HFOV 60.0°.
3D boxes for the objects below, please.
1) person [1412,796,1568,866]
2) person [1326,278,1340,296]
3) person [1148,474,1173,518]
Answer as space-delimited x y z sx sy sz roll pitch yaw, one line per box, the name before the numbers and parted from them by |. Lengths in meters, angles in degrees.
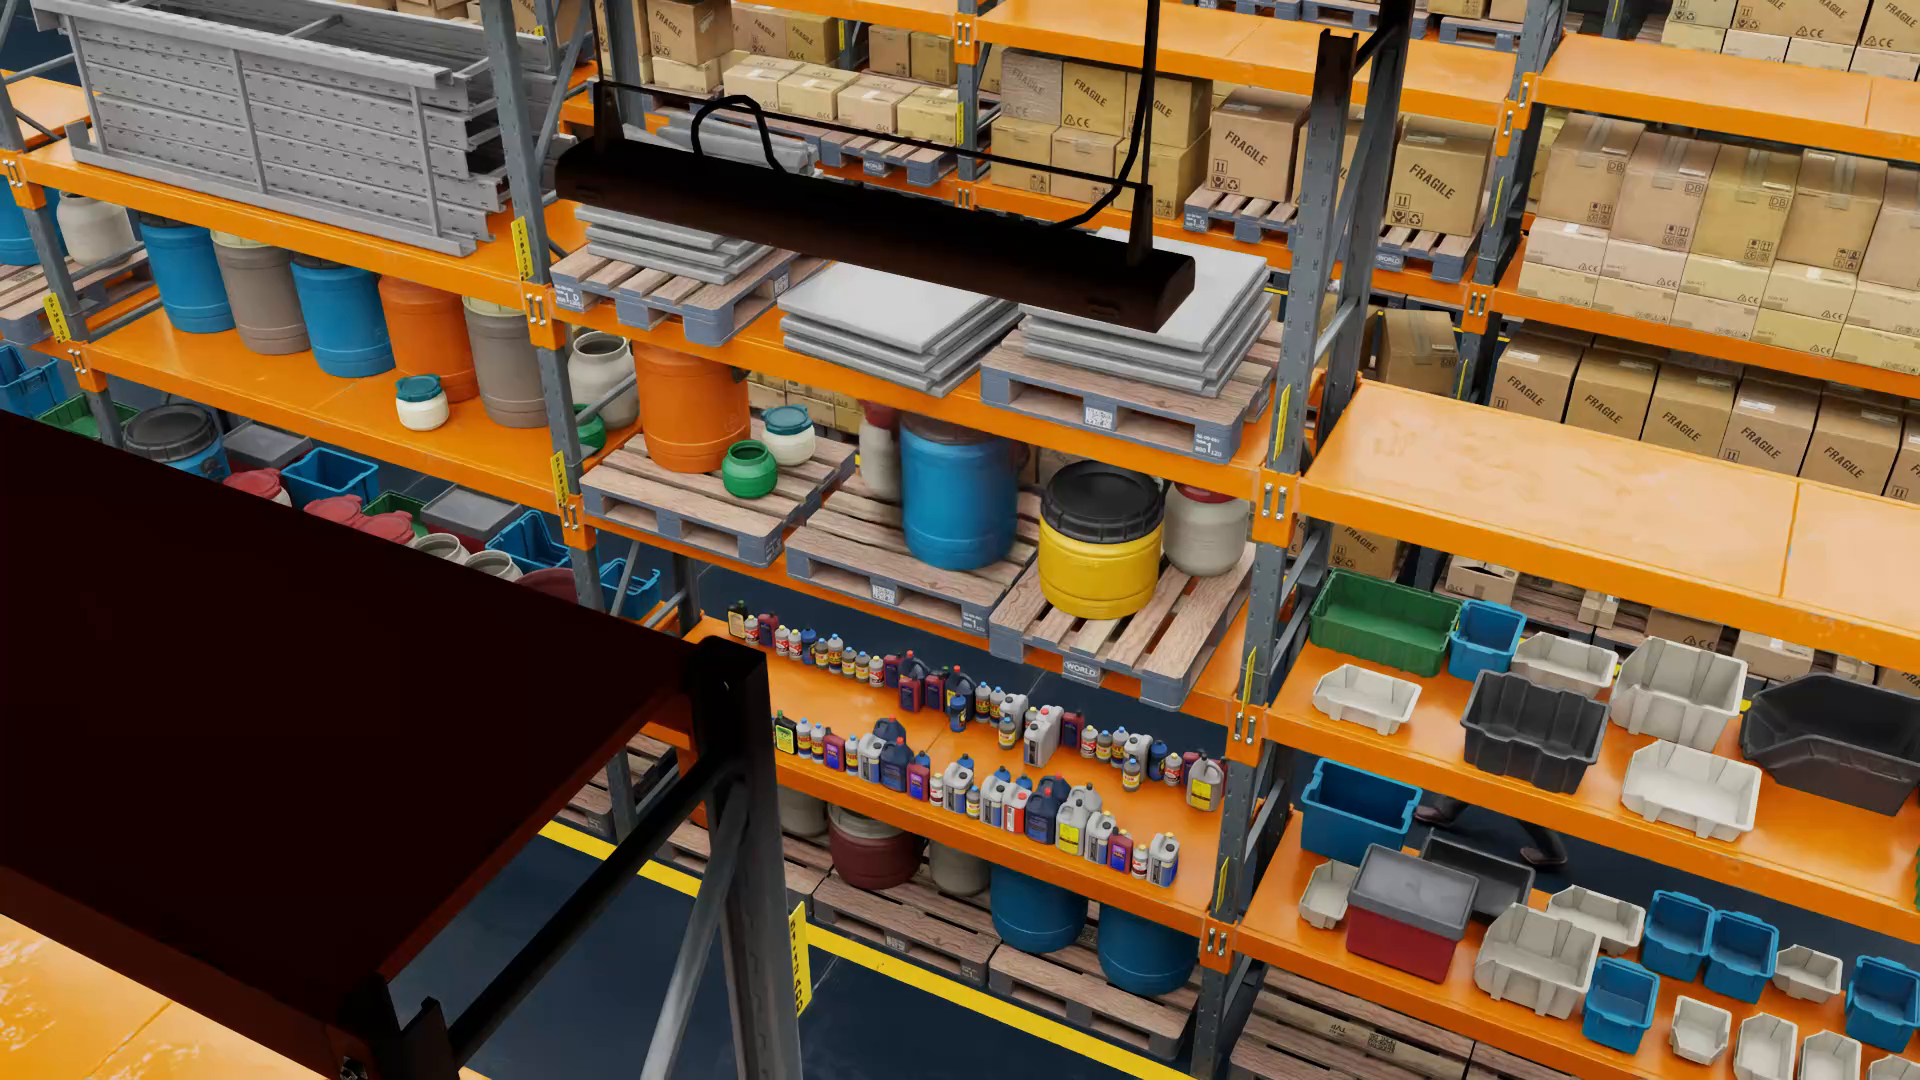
person | 3.471 1.380 10.567 1.033 1.496 0.510 14 37 19
person | 3.350 -2.019 15.240 1.028 1.694 0.547 8 36 11
person | 1.364 -0.084 12.480 0.560 1.707 0.495 -29 44 -34
